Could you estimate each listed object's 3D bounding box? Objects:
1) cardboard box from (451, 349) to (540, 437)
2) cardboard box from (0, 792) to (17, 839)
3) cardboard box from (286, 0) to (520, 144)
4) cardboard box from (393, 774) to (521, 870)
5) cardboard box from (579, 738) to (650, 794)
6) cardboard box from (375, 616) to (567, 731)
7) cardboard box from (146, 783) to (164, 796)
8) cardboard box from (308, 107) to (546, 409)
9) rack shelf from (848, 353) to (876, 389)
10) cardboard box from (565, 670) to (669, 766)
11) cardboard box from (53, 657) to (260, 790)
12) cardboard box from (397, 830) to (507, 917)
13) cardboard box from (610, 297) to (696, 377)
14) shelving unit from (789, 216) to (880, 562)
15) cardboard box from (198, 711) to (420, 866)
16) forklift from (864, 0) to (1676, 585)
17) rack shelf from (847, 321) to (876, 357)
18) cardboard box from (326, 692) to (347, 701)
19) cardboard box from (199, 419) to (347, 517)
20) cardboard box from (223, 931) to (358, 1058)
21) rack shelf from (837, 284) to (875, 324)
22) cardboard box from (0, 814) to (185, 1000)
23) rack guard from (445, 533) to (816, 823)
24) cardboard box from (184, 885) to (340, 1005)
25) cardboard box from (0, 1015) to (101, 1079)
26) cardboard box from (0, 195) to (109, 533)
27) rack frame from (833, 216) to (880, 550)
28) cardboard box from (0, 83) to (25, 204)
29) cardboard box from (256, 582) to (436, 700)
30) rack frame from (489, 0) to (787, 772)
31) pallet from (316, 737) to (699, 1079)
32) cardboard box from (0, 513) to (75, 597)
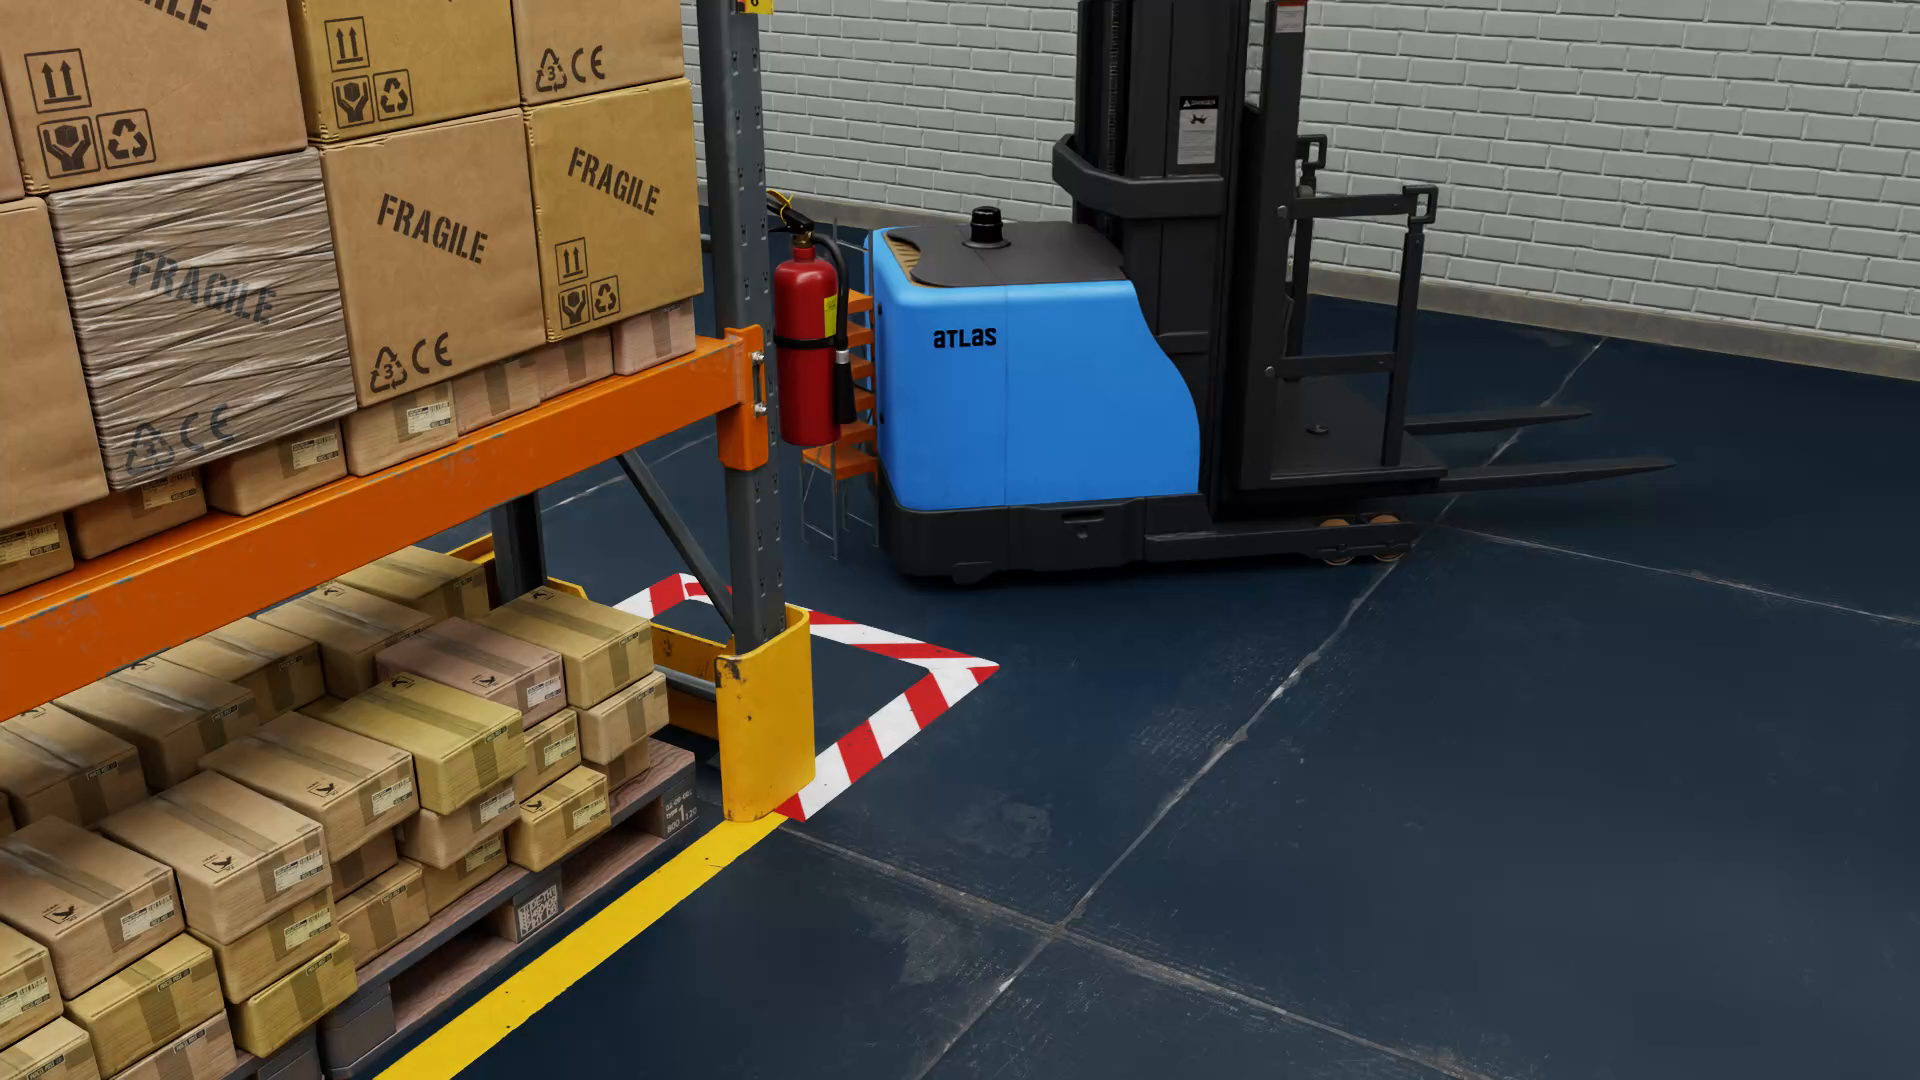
[{"bbox_3d":[-1.145,-0.361,3.624,0.380,0.149,0.250,14,27,28],"label":"cardboard box"},{"bbox_3d":[-2.173,0.587,3.429,0.380,0.149,0.250,14,27,30],"label":"cardboard box"},{"bbox_3d":[-1.228,-1.073,3.194,0.500,0.500,0.500,13,27,27],"label":"cardboard box"},{"bbox_3d":[-1.240,0.584,3.812,0.380,0.149,0.250,13,26,27],"label":"cardboard box"},{"bbox_3d":[-1.032,0.528,4.315,0.380,0.149,0.250,14,27,30],"label":"cardboard box"},{"bbox_3d":[-1.176,0.338,4.005,0.380,0.149,0.250,14,27,30],"label":"cardboard box"},{"bbox_3d":[-1.899,0.538,3.916,0.380,0.149,0.250,15,27,31],"label":"cardboard box"},{"bbox_3d":[-1.226,-0.613,3.391,0.500,0.500,0.500,13,27,28],"label":"cardboard box"},{"bbox_3d":[-0.446,-0.601,5.935,0.180,0.103,0.258,-17,29,-34],"label":"rack shelf"},{"bbox_3d":[-0.967,0.408,4.218,0.380,0.149,0.250,13,27,28],"label":"cardboard box"},{"bbox_3d":[-1.842,0.416,3.823,0.380,0.149,0.250,12,26,26],"label":"cardboard box"},{"bbox_3d":[-1.294,0.707,3.901,0.380,0.149,0.250,14,27,29],"label":"cardboard box"},{"bbox_3d":[-0.863,-0.525,4.003,0.380,0.149,0.250,14,27,29],"label":"cardboard box"},{"bbox_3d":[-0.446,-0.531,5.965,0.189,1.200,0.258,-17,29,-34],"label":"shelving unit"},{"bbox_3d":[-1.395,0.526,3.570,0.380,0.149,0.250,13,26,27],"label":"cardboard box"},{"bbox_3d":[1.192,-1.455,5.922,3.031,2.935,1.130,-4,24,-9],"label":"forklift"},{"bbox_3d":[-0.446,-0.711,5.887,0.180,0.103,0.258,-17,29,-34],"label":"rack shelf"},{"bbox_3d":[-1.618,0.373,4.297,0.380,0.149,0.250,14,27,29],"label":"cardboard box"},{"bbox_3d":[-1.424,-0.187,3.223,0.380,0.149,0.250,13,26,27],"label":"cardboard box"},{"bbox_3d":[-1.494,0.892,3.473,0.380,0.149,0.250,13,26,27],"label":"cardboard box"},{"bbox_3d":[-0.446,-0.821,5.840,0.180,0.103,0.258,-17,29,-34],"label":"rack shelf"},{"bbox_3d":[-1.723,0.694,3.182,0.380,0.149,0.250,13,27,27],"label":"cardboard box"},{"bbox_3d":[-0.971,0.364,4.781,1.175,0.500,0.348,14,27,29],"label":"rack guard"},{"bbox_3d":[-1.502,0.761,3.402,0.380,0.149,0.250,14,27,30],"label":"cardboard box"},{"bbox_3d":[-1.775,0.942,2.983,0.380,0.149,0.250,14,27,29],"label":"cardboard box"},{"bbox_3d":[-1.757,-0.274,2.607,0.500,0.500,0.500,15,28,32],"label":"cardboard box"},{"bbox_3d":[-0.373,-0.553,6.016,0.006,1.200,0.240,-17,29,-34],"label":"rack frame"},{"bbox_3d":[-1.771,-0.716,2.370,0.500,0.500,0.500,13,27,27],"label":"cardboard box"},{"bbox_3d":[-1.539,0.257,4.191,0.380,0.149,0.250,14,27,30],"label":"cardboard box"},{"bbox_3d":[-0.931,-0.809,4.344,1.000,3.000,0.127,14,27,29],"label":"rack frame"},{"bbox_3d":[-1.430,0.763,4.222,1.003,0.211,1.213,14,27,29],"label":"pallet"},{"bbox_3d":[-1.743,-0.015,2.826,0.380,0.149,0.250,14,27,30],"label":"cardboard box"}]
